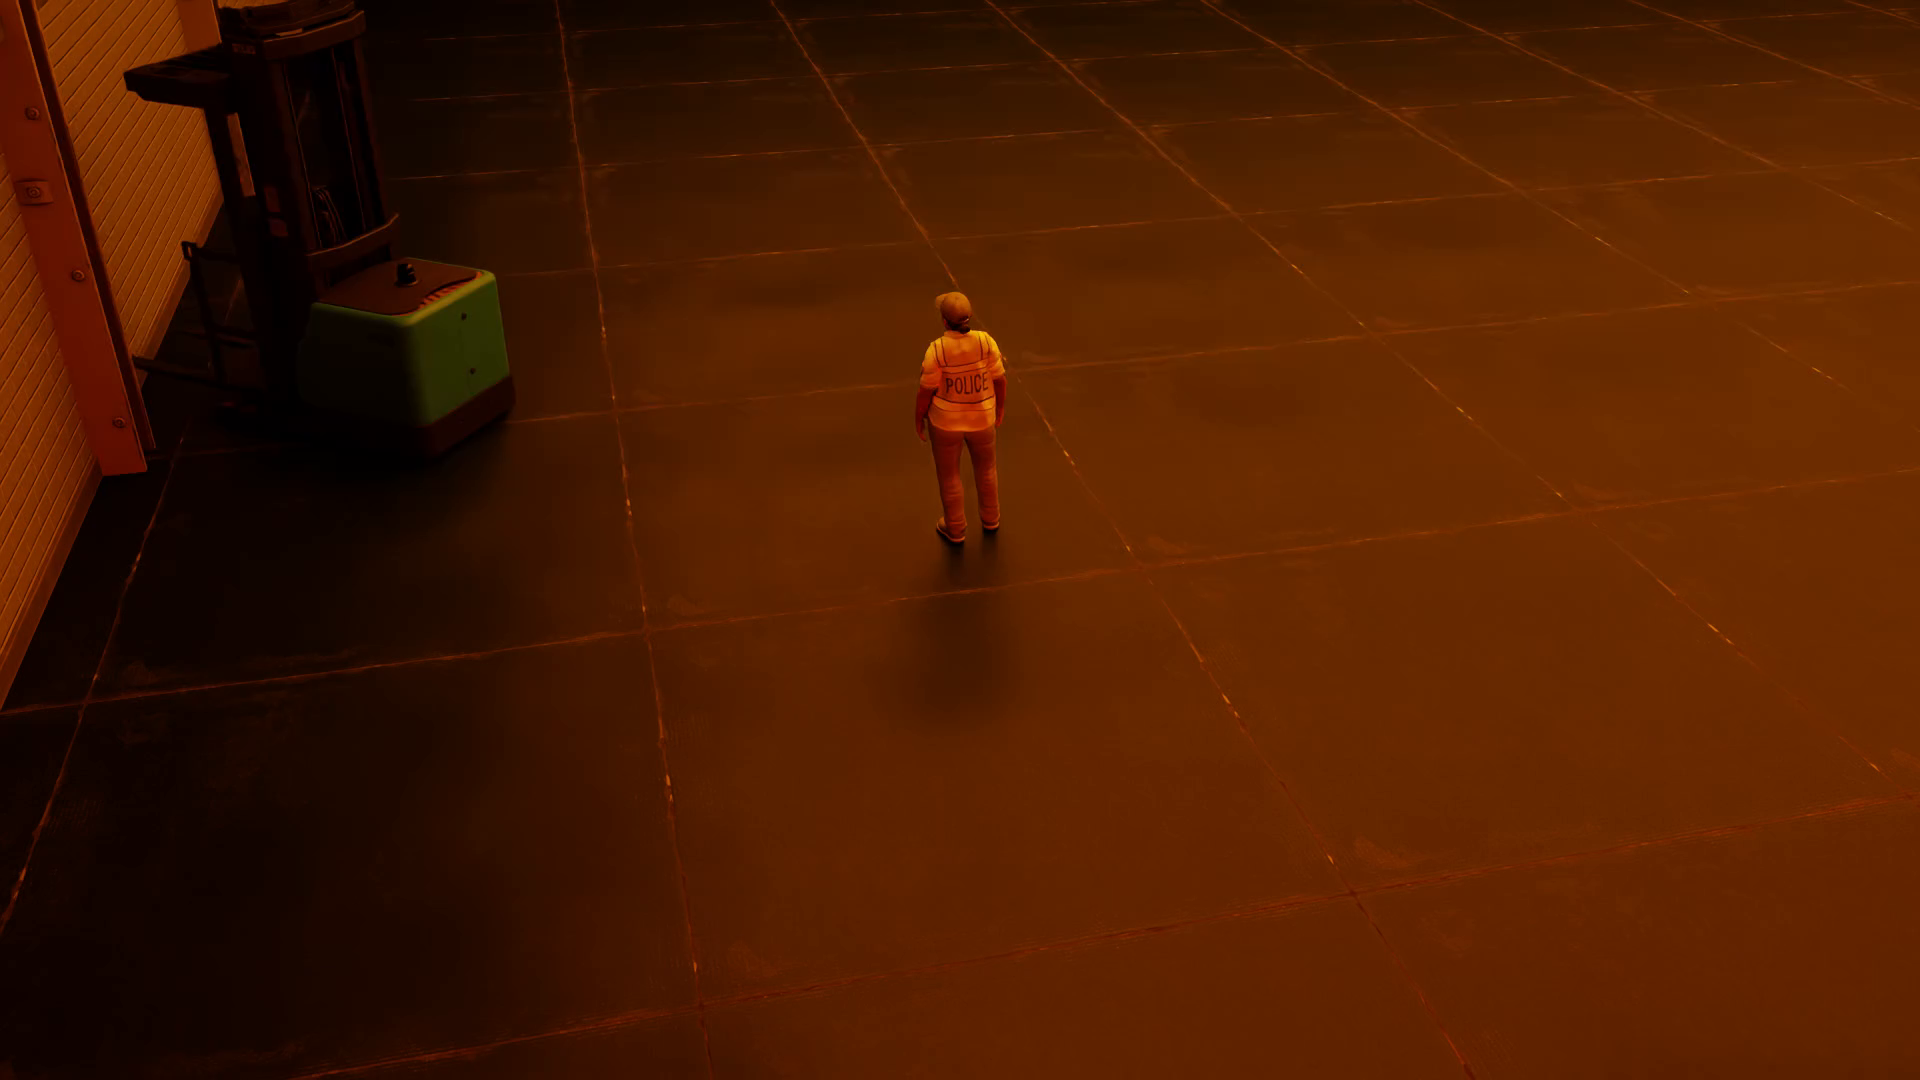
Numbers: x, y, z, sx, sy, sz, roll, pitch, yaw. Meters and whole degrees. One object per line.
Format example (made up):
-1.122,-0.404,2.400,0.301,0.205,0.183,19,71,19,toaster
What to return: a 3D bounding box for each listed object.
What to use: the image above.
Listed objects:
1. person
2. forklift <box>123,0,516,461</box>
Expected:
0.004,-0.768,10.149,0.598,1.670,0.527,-7,31,-12,person
-4.788,-2.282,11.517,3.031,2.935,1.130,12,32,20,forklift
